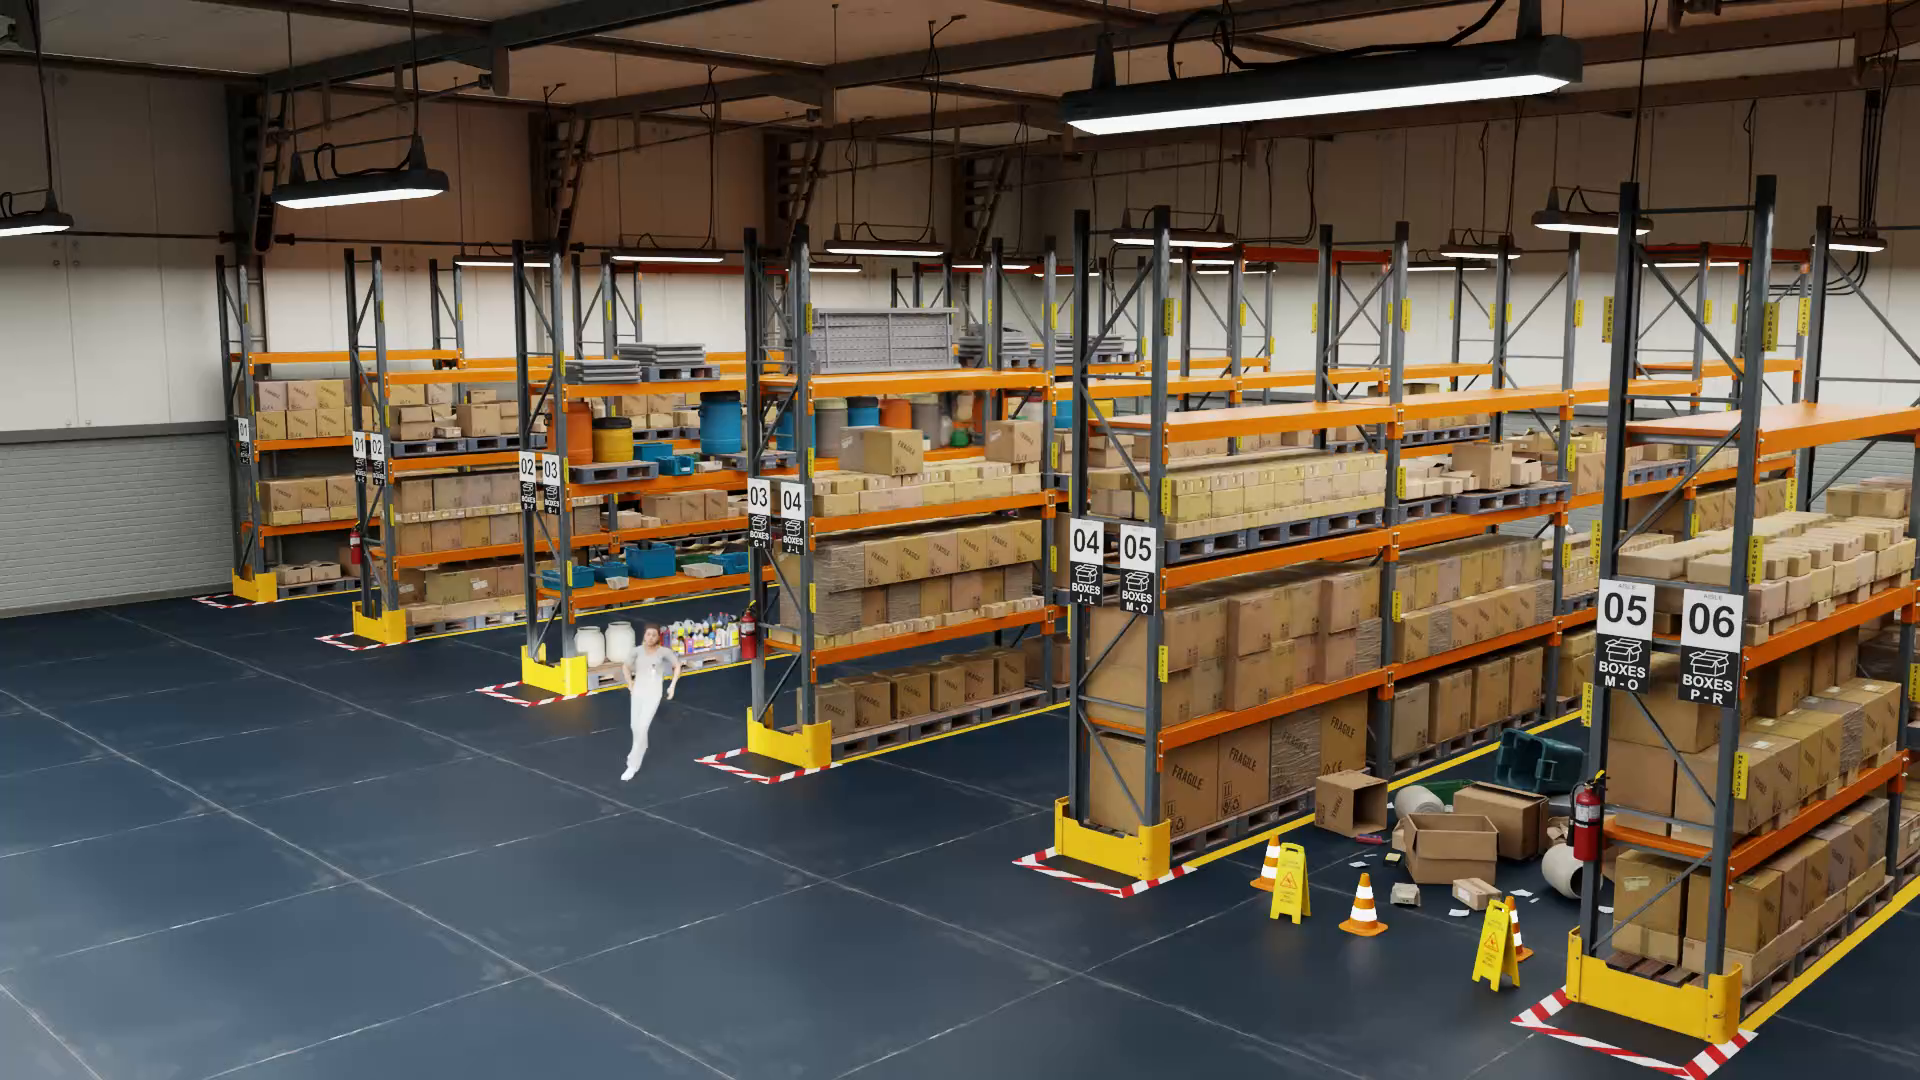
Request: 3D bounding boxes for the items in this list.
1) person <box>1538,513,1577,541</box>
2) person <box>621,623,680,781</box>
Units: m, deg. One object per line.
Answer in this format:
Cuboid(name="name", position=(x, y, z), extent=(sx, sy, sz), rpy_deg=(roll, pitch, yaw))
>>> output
Cuboid(name="person", position=(10.238, 0.284, 28.635), extent=(0.876, 1.732, 0.586), rpy_deg=(-7, 11, -42))
Cuboid(name="person", position=(-3.464, 1.744, 18.406), extent=(0.648, 1.670, 0.899), rpy_deg=(1, 8, 10))
